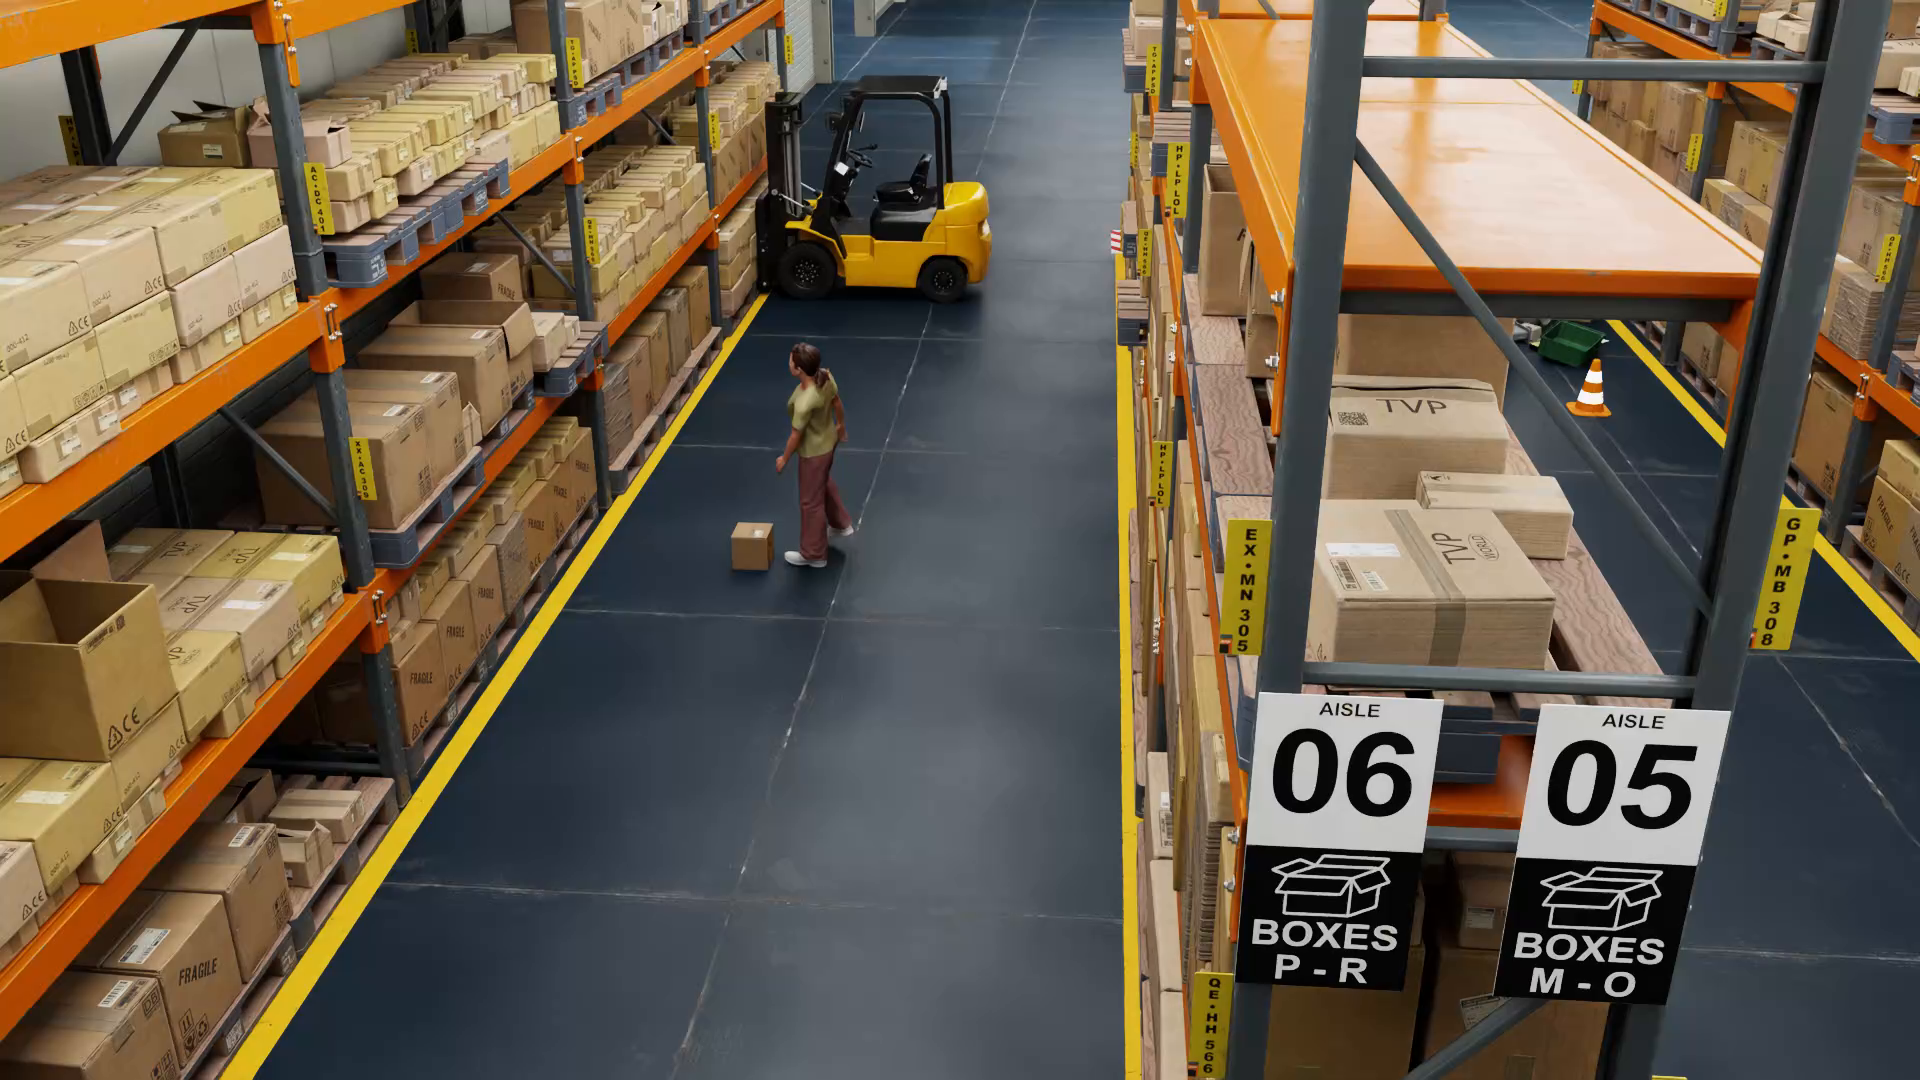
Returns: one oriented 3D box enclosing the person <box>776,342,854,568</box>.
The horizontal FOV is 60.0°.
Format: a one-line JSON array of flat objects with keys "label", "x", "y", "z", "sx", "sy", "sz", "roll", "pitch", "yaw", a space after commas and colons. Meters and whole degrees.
[{"label": "person", "x": -1.008, "y": -0.614, "z": 11.322, "sx": 0.442, "sy": 1.669, "sz": 0.728, "roll": 4, "pitch": 25, "yaw": 8}]
